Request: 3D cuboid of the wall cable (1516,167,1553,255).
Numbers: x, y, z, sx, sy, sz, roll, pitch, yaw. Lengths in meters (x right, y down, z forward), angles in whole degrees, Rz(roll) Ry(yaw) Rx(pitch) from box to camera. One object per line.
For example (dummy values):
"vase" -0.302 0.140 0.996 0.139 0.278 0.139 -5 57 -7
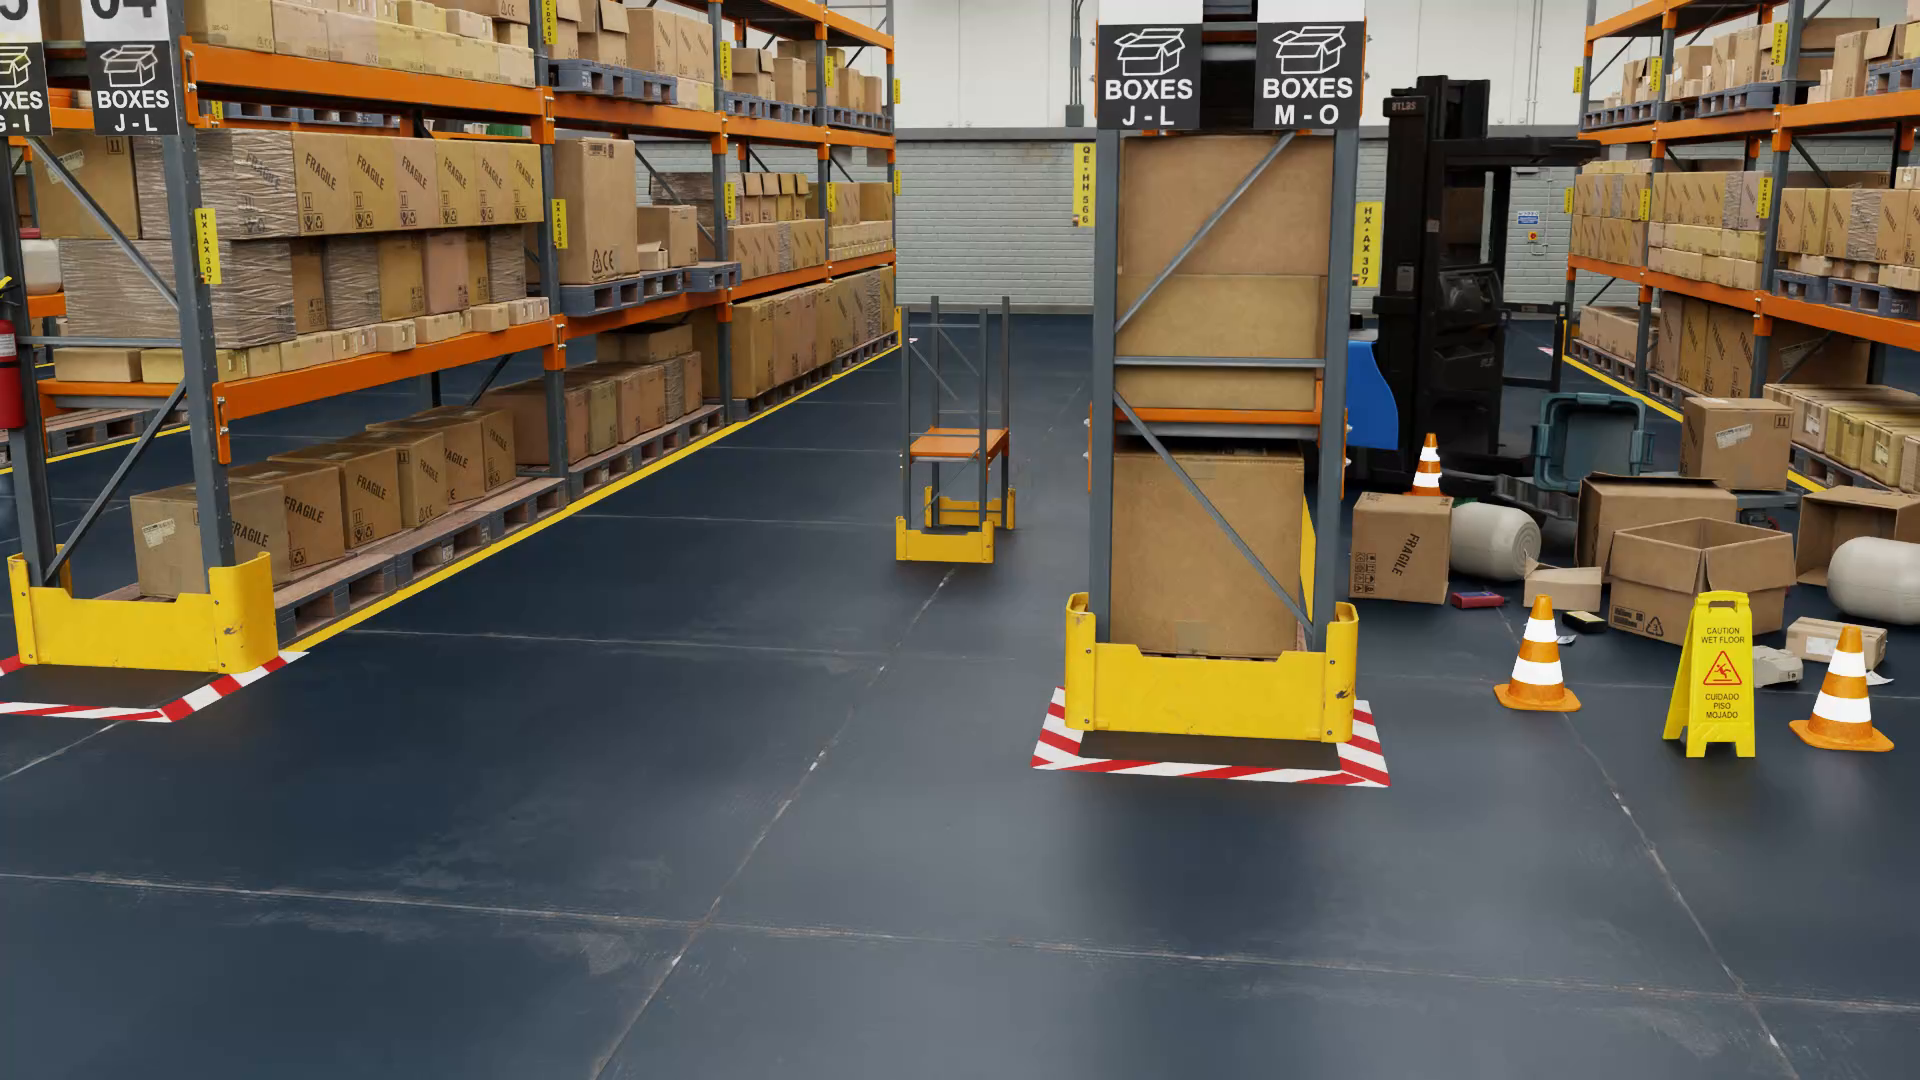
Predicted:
"wall cable" 9.246 -5.584 26.800 0.585 1.953 0.123 2 12 9

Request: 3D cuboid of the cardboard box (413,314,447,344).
"cardboard box" -3.224 -1.232 9.687 0.380 0.149 0.250 2 12 9

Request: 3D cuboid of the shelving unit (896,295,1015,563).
"shelving unit" -0.012 -0.717 10.262 0.587 1.500 1.083 2 12 9

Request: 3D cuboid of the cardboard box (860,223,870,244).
"cardboard box" -1.435 -3.862 20.942 0.500 0.250 0.500 2 12 9

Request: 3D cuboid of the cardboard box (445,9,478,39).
"cardboard box" -3.102 -3.066 9.890 0.380 0.149 0.250 1 12 7

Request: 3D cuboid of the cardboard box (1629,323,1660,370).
"cardboard box" 7.989 -2.145 18.413 0.875 0.438 0.875 2 12 8

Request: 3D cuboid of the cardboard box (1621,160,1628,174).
"cardboard box" 7.779 -4.259 18.983 0.380 0.149 0.250 2 12 7

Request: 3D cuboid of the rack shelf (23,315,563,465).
"rack shelf" -3.543 -0.953 9.503 1.077 0.370 4.000 2 12 9

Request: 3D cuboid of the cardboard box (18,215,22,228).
"cardboard box" -11.970 -3.869 21.091 0.500 0.500 0.500 2 12 10

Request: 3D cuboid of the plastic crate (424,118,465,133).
"plastic crate" -6.437 -5.199 20.688 0.497 0.269 0.590 2 12 9

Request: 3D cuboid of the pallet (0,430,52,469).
"pallet" -8.047 -0.683 13.162 1.003 0.211 1.213 2 12 9

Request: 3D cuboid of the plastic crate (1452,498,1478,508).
"plastic crate" 2.917 -0.114 10.441 0.450 0.188 0.662 -3 8 40

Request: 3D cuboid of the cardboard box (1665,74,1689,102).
"cardboard box" 7.364 -4.578 16.820 0.396 0.266 0.258 2 12 8

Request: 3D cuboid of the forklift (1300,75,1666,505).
"forklift" 3.835 -1.792 11.852 3.031 2.935 1.130 11 16 41

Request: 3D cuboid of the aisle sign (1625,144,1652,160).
"aisle sign" 8.719 -5.174 21.210 0.394 0.787 0.004 2 12 9

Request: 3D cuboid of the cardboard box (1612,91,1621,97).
"cardboard box" 8.422 -5.449 20.657 0.500 0.250 0.500 1 12 3

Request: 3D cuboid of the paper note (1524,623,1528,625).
"paper note" 2.918 0.424 8.502 0.032 0.001 0.123 10 15 38

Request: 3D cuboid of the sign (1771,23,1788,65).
"sign" 6.624 -4.010 13.446 0.100 0.325 0.005 2 12 9

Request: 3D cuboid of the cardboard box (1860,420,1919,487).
"cardboard box" 6.742 -0.580 11.304 0.950 0.372 0.625 3 12 12

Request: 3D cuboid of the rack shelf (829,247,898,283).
"rack shelf" -1.698 -3.451 21.094 1.077 0.370 4.000 2 12 9

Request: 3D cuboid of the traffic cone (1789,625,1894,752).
"traffic cone" 3.584 0.576 6.721 0.336 0.463 0.334 2 12 9

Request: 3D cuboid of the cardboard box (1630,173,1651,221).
"cardboard box" 7.586 -3.710 17.978 0.500 0.500 0.500 2 12 8

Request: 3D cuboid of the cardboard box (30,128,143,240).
"cardboard box" -4.010 -1.694 7.917 0.500 0.500 0.500 2 12 9

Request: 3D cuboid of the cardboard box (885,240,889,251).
"cardboard box" -1.158 -3.957 22.332 0.380 0.149 0.250 2 12 9

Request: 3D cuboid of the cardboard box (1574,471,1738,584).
"cardboard box" 3.845 -0.056 9.236 0.797 0.637 0.503 2 12 9

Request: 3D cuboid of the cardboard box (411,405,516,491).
"cardboard box" -3.337 -0.622 11.198 0.500 0.500 0.500 1 12 7

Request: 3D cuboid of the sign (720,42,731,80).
"sign" -2.085 -4.255 14.769 0.100 0.325 0.005 2 12 9

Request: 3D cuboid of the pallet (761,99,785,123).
"pallet" -2.405 -4.296 16.638 1.003 0.211 1.213 2 12 11

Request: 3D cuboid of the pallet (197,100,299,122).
"pallet" -7.300 -4.244 16.396 1.003 0.211 1.213 2 12 9

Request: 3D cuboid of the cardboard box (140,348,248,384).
"cardboard box" -3.571 -0.817 7.762 0.380 0.149 0.250 2 12 9

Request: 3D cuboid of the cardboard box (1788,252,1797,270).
"cardboard box" 6.938 -2.253 13.429 0.380 0.149 0.250 1 12 5

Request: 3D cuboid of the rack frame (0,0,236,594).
"rack frame" -3.851 -0.888 7.496 1.000 3.000 0.127 2 12 9

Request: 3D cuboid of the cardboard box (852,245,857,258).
"cardboard box" -1.473 -3.532 20.359 0.380 0.149 0.250 2 12 8

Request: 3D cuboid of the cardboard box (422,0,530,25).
"cardboard box" -3.053 -3.524 10.476 0.500 0.500 0.500 2 12 7

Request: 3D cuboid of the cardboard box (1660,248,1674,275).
"cardboard box" 7.380 -2.801 16.727 0.500 0.250 0.500 2 12 7

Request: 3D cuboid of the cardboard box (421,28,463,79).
"cardboard box" -3.212 -2.796 9.584 0.500 0.250 0.500 2 12 8

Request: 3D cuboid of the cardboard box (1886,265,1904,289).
"cardboard box" 6.461 -1.761 11.143 0.380 0.149 0.250 2 12 9

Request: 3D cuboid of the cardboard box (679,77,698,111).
"cardboard box" -2.514 -3.736 13.945 0.500 0.250 0.500 2 12 8

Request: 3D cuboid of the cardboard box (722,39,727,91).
"cardboard box" -2.598 -4.405 15.452 0.797 0.503 0.637 3 12 12

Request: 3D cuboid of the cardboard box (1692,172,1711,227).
"cardboard box" 7.231 -3.202 15.619 0.500 0.500 0.500 2 12 8

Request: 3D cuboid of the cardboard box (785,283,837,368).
"cardboard box" -2.084 -2.419 18.645 1.225 0.875 0.875 2 12 9

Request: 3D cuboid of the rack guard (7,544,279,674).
"rack guard" -3.839 0.318 7.832 1.175 0.500 0.348 2 12 9

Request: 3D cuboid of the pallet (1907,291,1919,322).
"pallet" 6.818 -1.461 10.606 1.003 0.211 1.213 2 12 9

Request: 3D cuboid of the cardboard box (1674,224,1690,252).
"cardboard box" 7.284 -2.940 16.186 0.500 0.250 0.500 2 12 9

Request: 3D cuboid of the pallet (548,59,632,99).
"pallet" -3.036 -3.221 11.643 1.213 0.211 1.003 2 12 9

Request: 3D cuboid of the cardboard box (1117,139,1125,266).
"cardboard box" 1.123 -1.501 7.420 0.875 0.550 0.550 2 12 9

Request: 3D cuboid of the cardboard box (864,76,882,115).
"cardboard box" -1.417 -5.878 22.059 0.700 0.500 0.500 1 12 5

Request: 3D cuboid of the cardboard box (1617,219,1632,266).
"cardboard box" 7.679 -3.326 18.571 0.500 0.500 0.500 2 12 7

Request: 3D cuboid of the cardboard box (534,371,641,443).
"cardboard box" -2.942 -1.056 13.165 0.700 0.500 0.500 1 12 4

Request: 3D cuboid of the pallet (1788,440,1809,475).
"pallet" 7.050 -0.707 13.272 1.003 0.211 1.213 2 12 9

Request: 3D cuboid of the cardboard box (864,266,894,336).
"cardboard box" -1.410 -3.250 22.500 0.875 0.875 0.875 2 12 9

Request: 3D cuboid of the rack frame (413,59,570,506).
"rack frame" -3.236 -1.721 11.359 1.000 3.000 0.127 2 12 9

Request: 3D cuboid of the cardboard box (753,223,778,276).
"cardboard box" -2.125 -2.909 16.635 0.500 0.500 0.500 2 12 8

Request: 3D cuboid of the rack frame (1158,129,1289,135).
"rack frame" 1.650 -1.539 10.516 1.000 3.000 0.127 2 12 9

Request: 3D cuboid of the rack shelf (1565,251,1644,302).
"rack shelf" 8.094 -3.130 19.604 1.077 0.370 4.000 2 12 9
